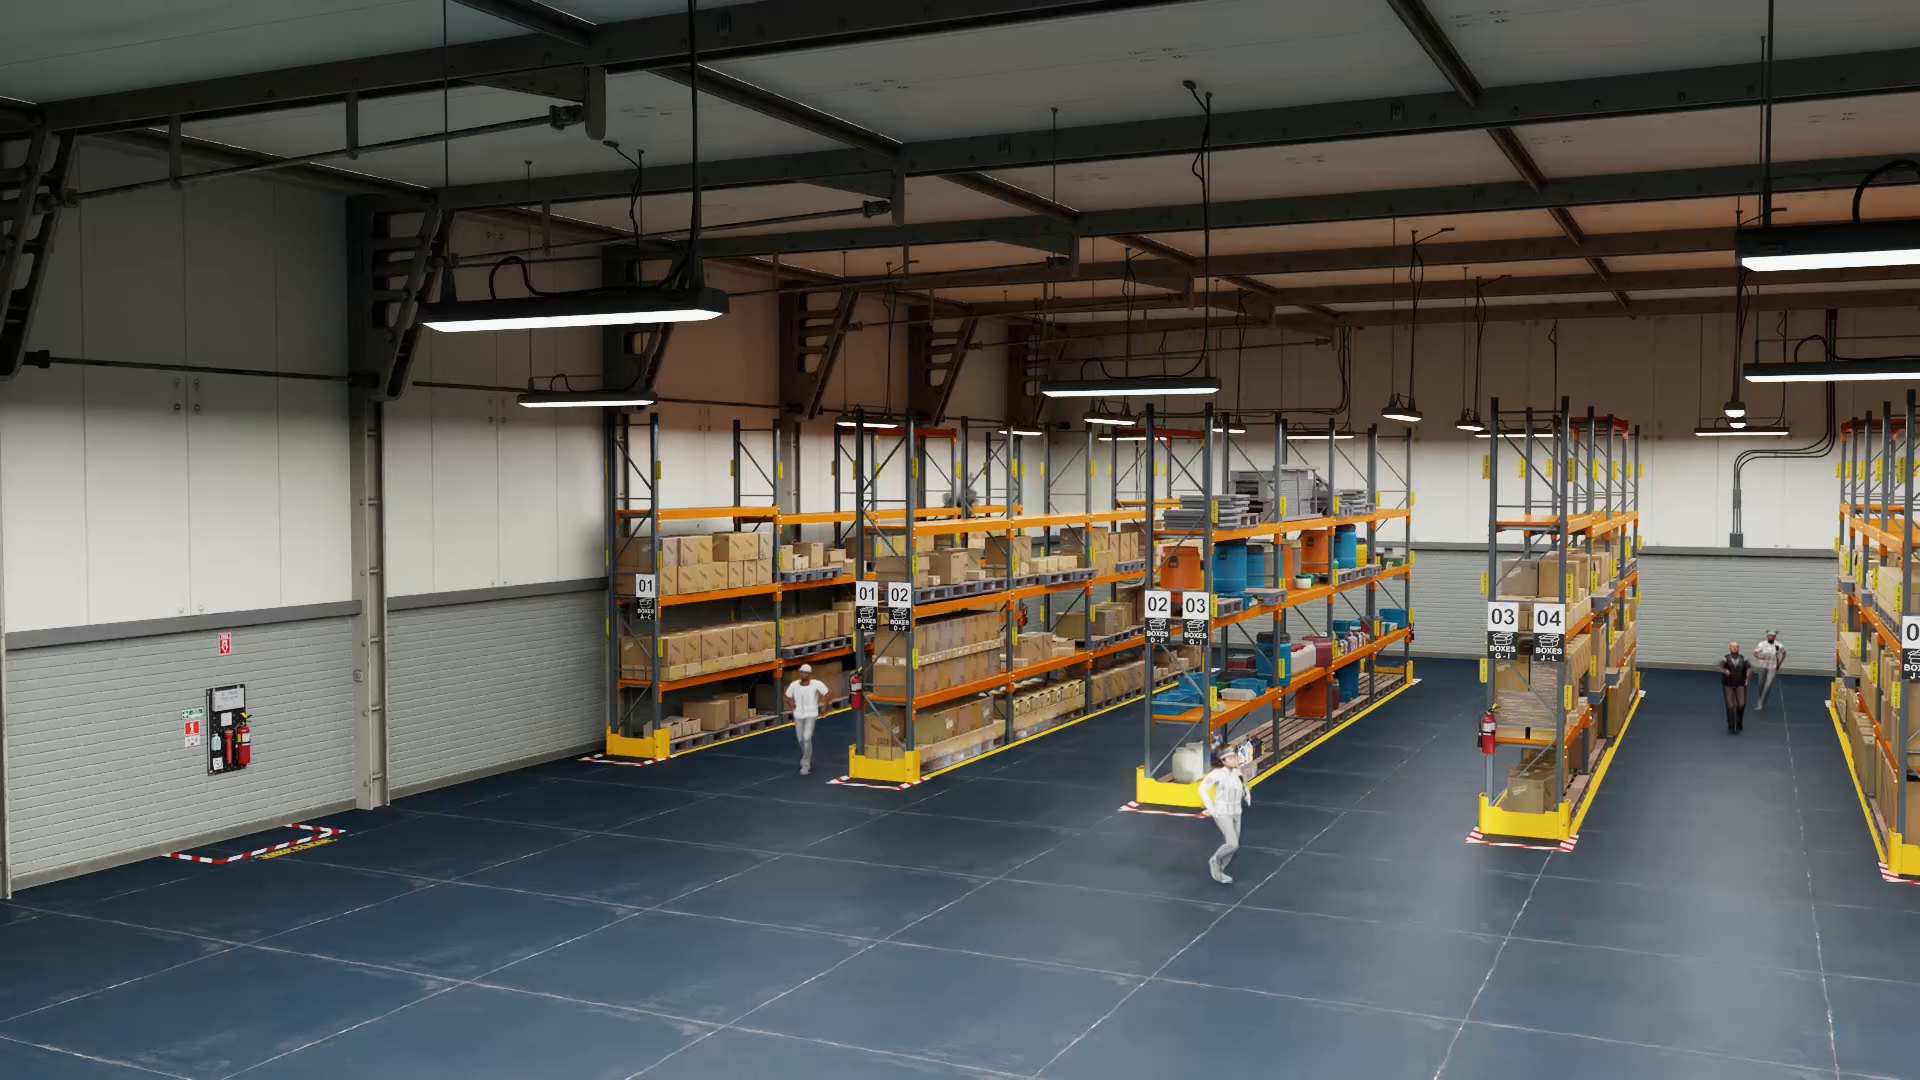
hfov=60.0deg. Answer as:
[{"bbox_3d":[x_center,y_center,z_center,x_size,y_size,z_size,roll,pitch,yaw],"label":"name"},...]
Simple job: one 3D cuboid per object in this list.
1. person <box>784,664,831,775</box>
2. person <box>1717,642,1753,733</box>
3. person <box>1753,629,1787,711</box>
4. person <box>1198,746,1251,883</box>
[{"bbox_3d":[-2.564,2.964,27.687,0.771,1.809,0.857,1,2,12],"label":"person"},{"bbox_3d":[14.800,2.816,31.751,0.641,1.721,0.651,1,3,23],"label":"person"},{"bbox_3d":[16.911,2.695,34.754,0.612,1.697,0.888,2,3,32],"label":"person"},{"bbox_3d":[3.248,3.310,20.041,0.667,1.666,0.532,-1,3,-31],"label":"person"}]
